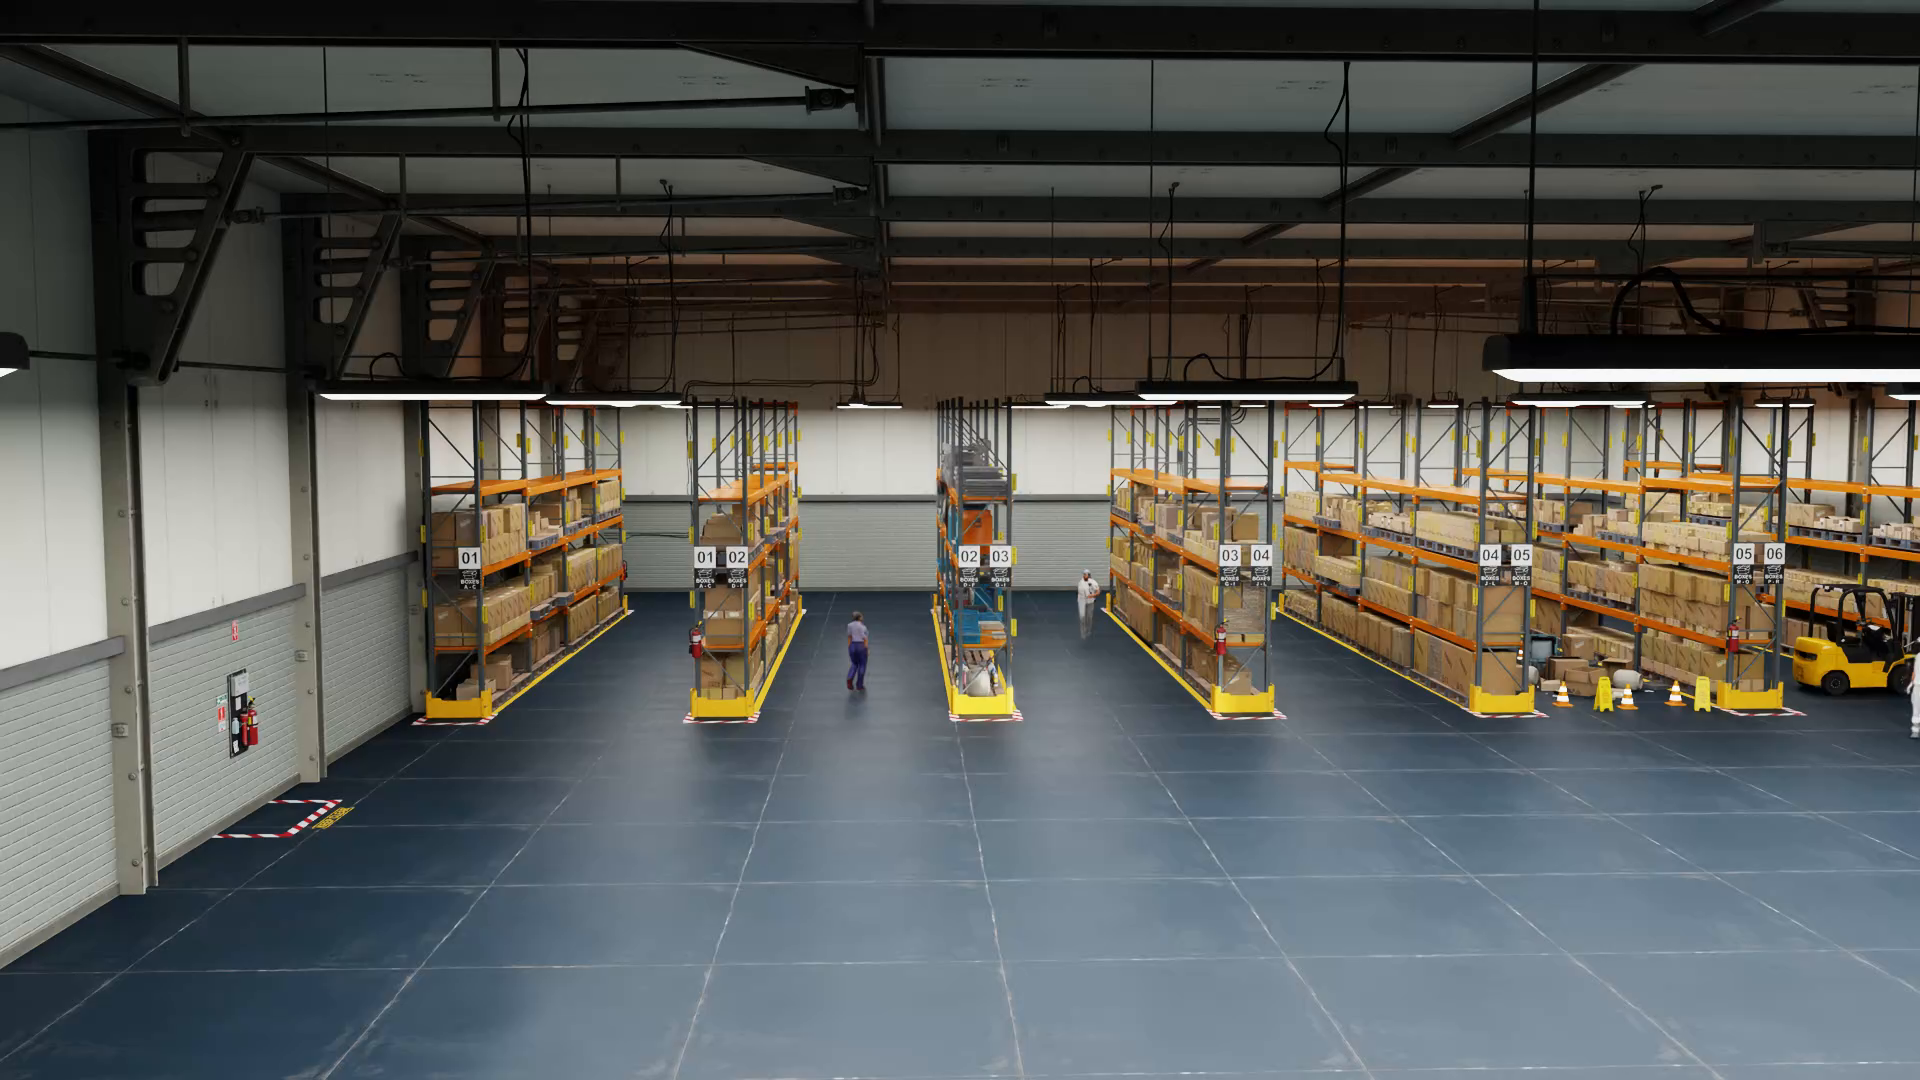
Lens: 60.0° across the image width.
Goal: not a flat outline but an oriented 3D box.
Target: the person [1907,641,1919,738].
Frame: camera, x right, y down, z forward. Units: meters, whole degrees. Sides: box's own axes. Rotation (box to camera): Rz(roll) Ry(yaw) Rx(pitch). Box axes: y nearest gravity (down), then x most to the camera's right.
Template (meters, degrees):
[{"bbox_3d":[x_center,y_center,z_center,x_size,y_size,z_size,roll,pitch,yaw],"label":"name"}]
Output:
[{"bbox_3d":[16.856,2.576,29.039,0.381,1.795,0.587,-3,5,-32],"label":"person"}]

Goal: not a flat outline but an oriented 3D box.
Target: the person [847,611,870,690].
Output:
[{"bbox_3d":[-2.085,2.262,34.071,0.490,1.635,0.461,3,5,31],"label":"person"}]

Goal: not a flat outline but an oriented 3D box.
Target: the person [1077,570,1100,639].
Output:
[{"bbox_3d":[3.137,1.546,40.585,0.552,1.670,0.725,0,4,1],"label":"person"}]
